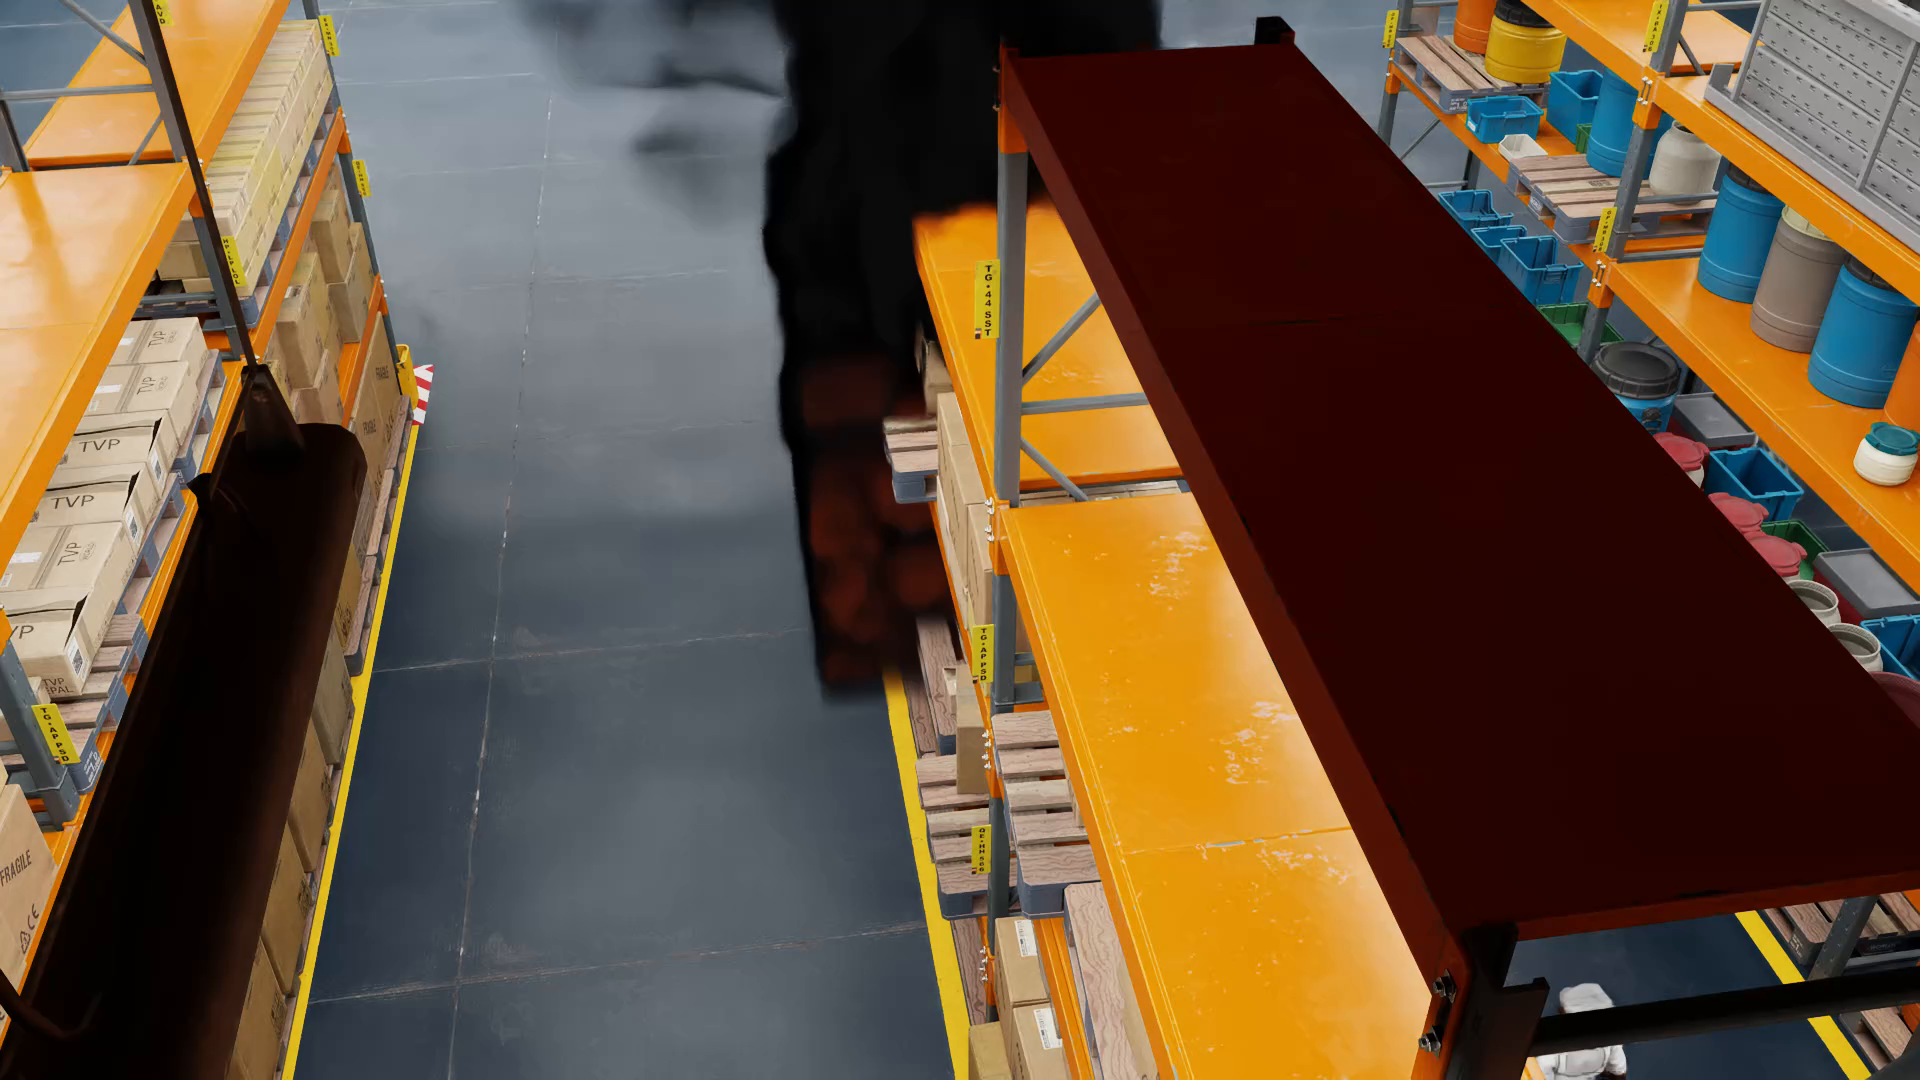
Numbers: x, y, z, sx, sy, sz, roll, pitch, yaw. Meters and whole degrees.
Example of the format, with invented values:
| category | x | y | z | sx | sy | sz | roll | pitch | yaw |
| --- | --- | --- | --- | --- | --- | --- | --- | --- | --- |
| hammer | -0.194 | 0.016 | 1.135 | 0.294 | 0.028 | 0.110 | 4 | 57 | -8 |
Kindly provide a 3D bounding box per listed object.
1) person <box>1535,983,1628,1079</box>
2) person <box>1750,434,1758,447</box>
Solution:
| category | x | y | z | sx | sy | sz | roll | pitch | yaw |
| --- | --- | --- | --- | --- | --- | --- | --- | --- | --- |
| person | 2.956 | 2.817 | 8.221 | 0.587 | 1.666 | 0.601 | -10 | 37 | -13 |
| person | 6.615 | -1.316 | 13.838 | 0.589 | 1.653 | 0.528 | -7 | 37 | -9 |
